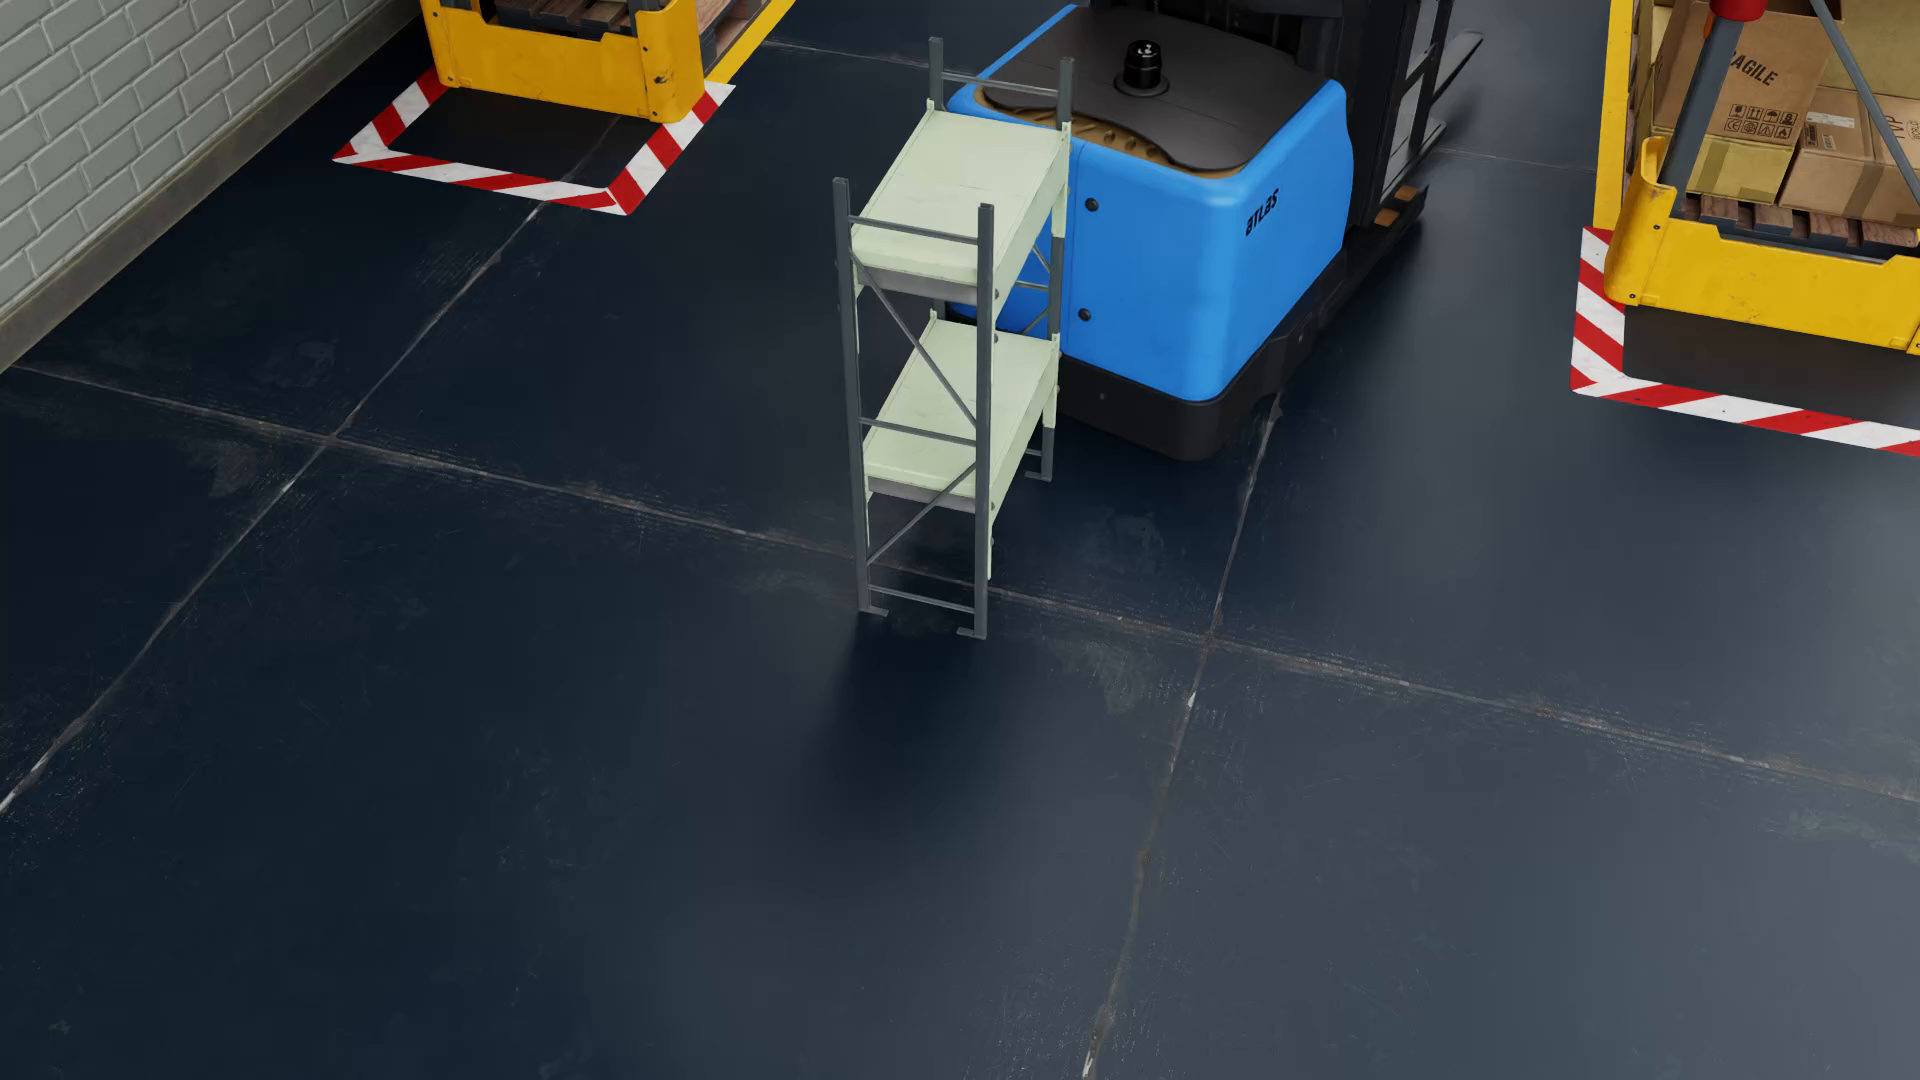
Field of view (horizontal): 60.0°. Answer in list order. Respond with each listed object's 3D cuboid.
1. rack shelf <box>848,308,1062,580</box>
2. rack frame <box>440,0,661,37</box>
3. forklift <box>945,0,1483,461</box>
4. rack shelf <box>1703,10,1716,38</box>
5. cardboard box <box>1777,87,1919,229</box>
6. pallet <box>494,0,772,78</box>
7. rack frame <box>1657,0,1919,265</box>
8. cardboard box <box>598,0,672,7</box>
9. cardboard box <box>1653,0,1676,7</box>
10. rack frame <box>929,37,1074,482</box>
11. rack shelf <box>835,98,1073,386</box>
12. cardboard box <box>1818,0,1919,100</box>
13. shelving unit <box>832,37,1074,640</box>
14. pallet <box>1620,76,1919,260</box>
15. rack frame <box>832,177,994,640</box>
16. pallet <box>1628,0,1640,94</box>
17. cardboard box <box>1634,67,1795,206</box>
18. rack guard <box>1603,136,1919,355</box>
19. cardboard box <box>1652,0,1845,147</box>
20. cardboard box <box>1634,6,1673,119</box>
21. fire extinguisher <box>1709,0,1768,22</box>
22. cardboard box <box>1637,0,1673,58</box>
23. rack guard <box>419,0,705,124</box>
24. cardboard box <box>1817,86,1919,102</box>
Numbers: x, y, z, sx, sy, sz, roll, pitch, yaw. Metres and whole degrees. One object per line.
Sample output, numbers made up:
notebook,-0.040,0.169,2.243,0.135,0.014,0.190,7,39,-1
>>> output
rack shelf,-0.002,-0.299,4.949,0.431,0.370,0.720,13,46,12
rack frame,-1.726,-3.015,6.186,1.000,3.000,0.127,13,46,13
forklift,1.158,-2.312,5.517,1.130,2.935,3.031,24,49,23
rack shelf,3.602,-3.044,6.731,1.077,0.370,4.000,13,46,13
cardboard box,3.371,-1.446,6.249,0.500,0.250,0.500,13,46,13
pallet,-1.423,-2.603,7.759,1.003,0.211,1.213,13,46,13
rack frame,2.996,-1.968,5.117,1.000,3.000,0.127,13,46,13
cardboard box,-1.431,-2.653,7.425,0.500,0.311,0.500,8,45,8
cardboard box,3.164,-2.494,6.783,0.500,0.500,0.500,13,46,13
rack frame,0.109,-0.776,4.970,0.400,1.500,0.023,13,46,12
rack shelf,-0.002,-0.811,4.448,0.431,0.370,0.720,13,46,12
cardboard box,3.520,-2.048,6.327,0.500,0.500,0.500,13,46,13
shelving unit,-0.002,-0.532,4.721,0.431,1.500,0.755,13,46,12
pallet,3.188,-1.490,6.622,1.003,0.211,1.213,13,46,13
rack frame,-0.113,-0.288,4.472,0.400,1.500,0.023,13,46,12
pallet,3.559,-2.301,7.450,1.003,0.211,1.213,13,46,13
cardboard box,2.877,-1.556,6.361,0.500,0.250,0.500,13,46,13
rack guard,2.989,-1.059,5.975,1.175,0.500,0.348,13,46,13
cardboard box,2.875,-1.824,6.099,0.500,0.500,0.500,13,46,13
cardboard box,3.017,-1.891,6.704,0.500,0.250,0.500,13,46,13
fire extinguisher,2.518,-1.960,5.164,0.296,0.674,0.183,13,46,13
cardboard box,3.167,-2.225,7.045,0.500,0.250,0.500,13,46,13
rack guard,-1.703,-2.172,7.112,1.175,0.500,0.348,13,46,13
cardboard box,3.519,-1.780,6.590,0.500,0.250,0.500,13,46,13
